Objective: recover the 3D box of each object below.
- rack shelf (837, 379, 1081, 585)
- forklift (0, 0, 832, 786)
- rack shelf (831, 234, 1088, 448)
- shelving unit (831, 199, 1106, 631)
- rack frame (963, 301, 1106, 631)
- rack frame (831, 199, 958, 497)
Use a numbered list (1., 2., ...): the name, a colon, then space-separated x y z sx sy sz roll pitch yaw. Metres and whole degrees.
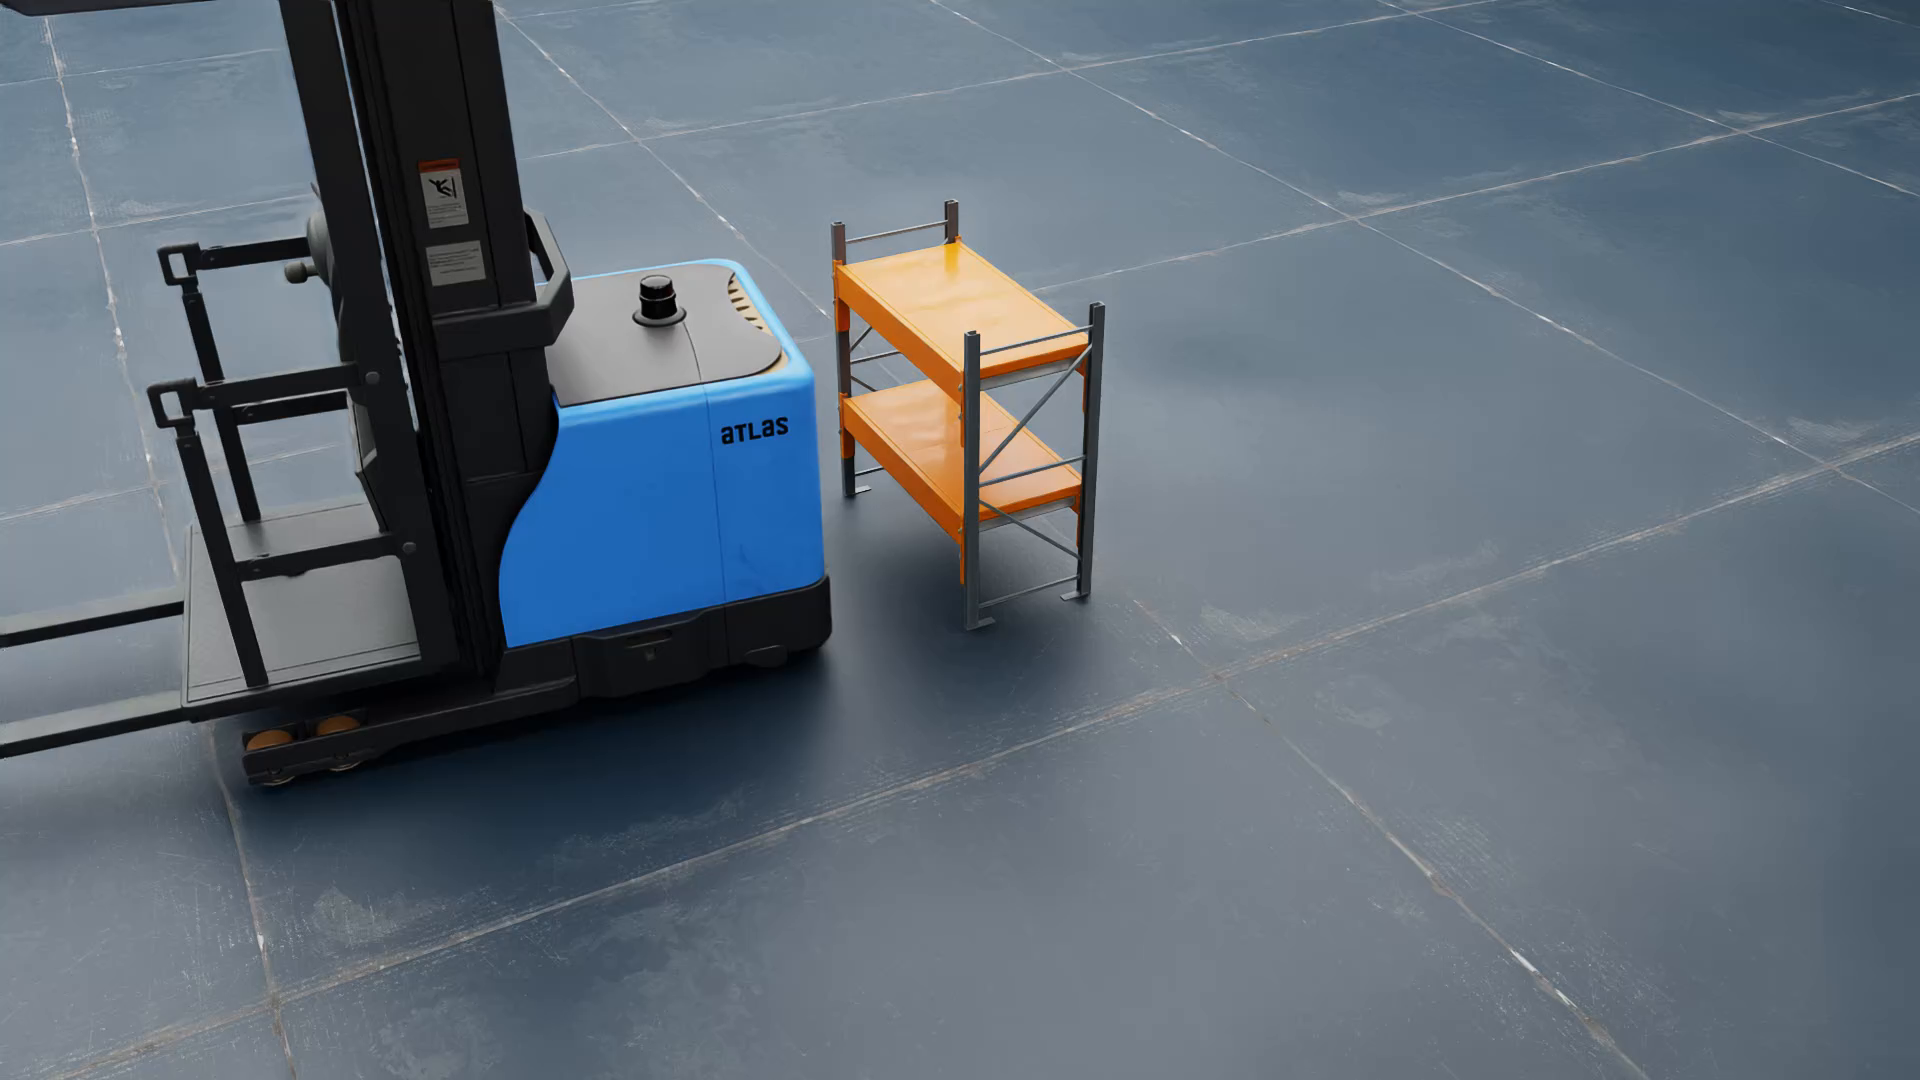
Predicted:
1. rack shelf: 0.003 -0.265 6.073 0.538 0.278 1.000 -16 36 -23
2. forklift: -2.006 -0.808 4.794 3.031 2.935 1.130 -12 34 -17
3. rack shelf: 0.003 -0.717 5.784 0.538 0.278 1.000 -16 36 -23
4. shelving unit: 0.003 -0.470 5.942 0.538 1.125 1.048 -16 36 -23
5. rack frame: 0.240 -0.228 5.563 0.500 1.125 0.032 -16 36 -23
6. rack frame: -0.234 -0.713 6.320 0.500 1.125 0.032 -16 36 -23
